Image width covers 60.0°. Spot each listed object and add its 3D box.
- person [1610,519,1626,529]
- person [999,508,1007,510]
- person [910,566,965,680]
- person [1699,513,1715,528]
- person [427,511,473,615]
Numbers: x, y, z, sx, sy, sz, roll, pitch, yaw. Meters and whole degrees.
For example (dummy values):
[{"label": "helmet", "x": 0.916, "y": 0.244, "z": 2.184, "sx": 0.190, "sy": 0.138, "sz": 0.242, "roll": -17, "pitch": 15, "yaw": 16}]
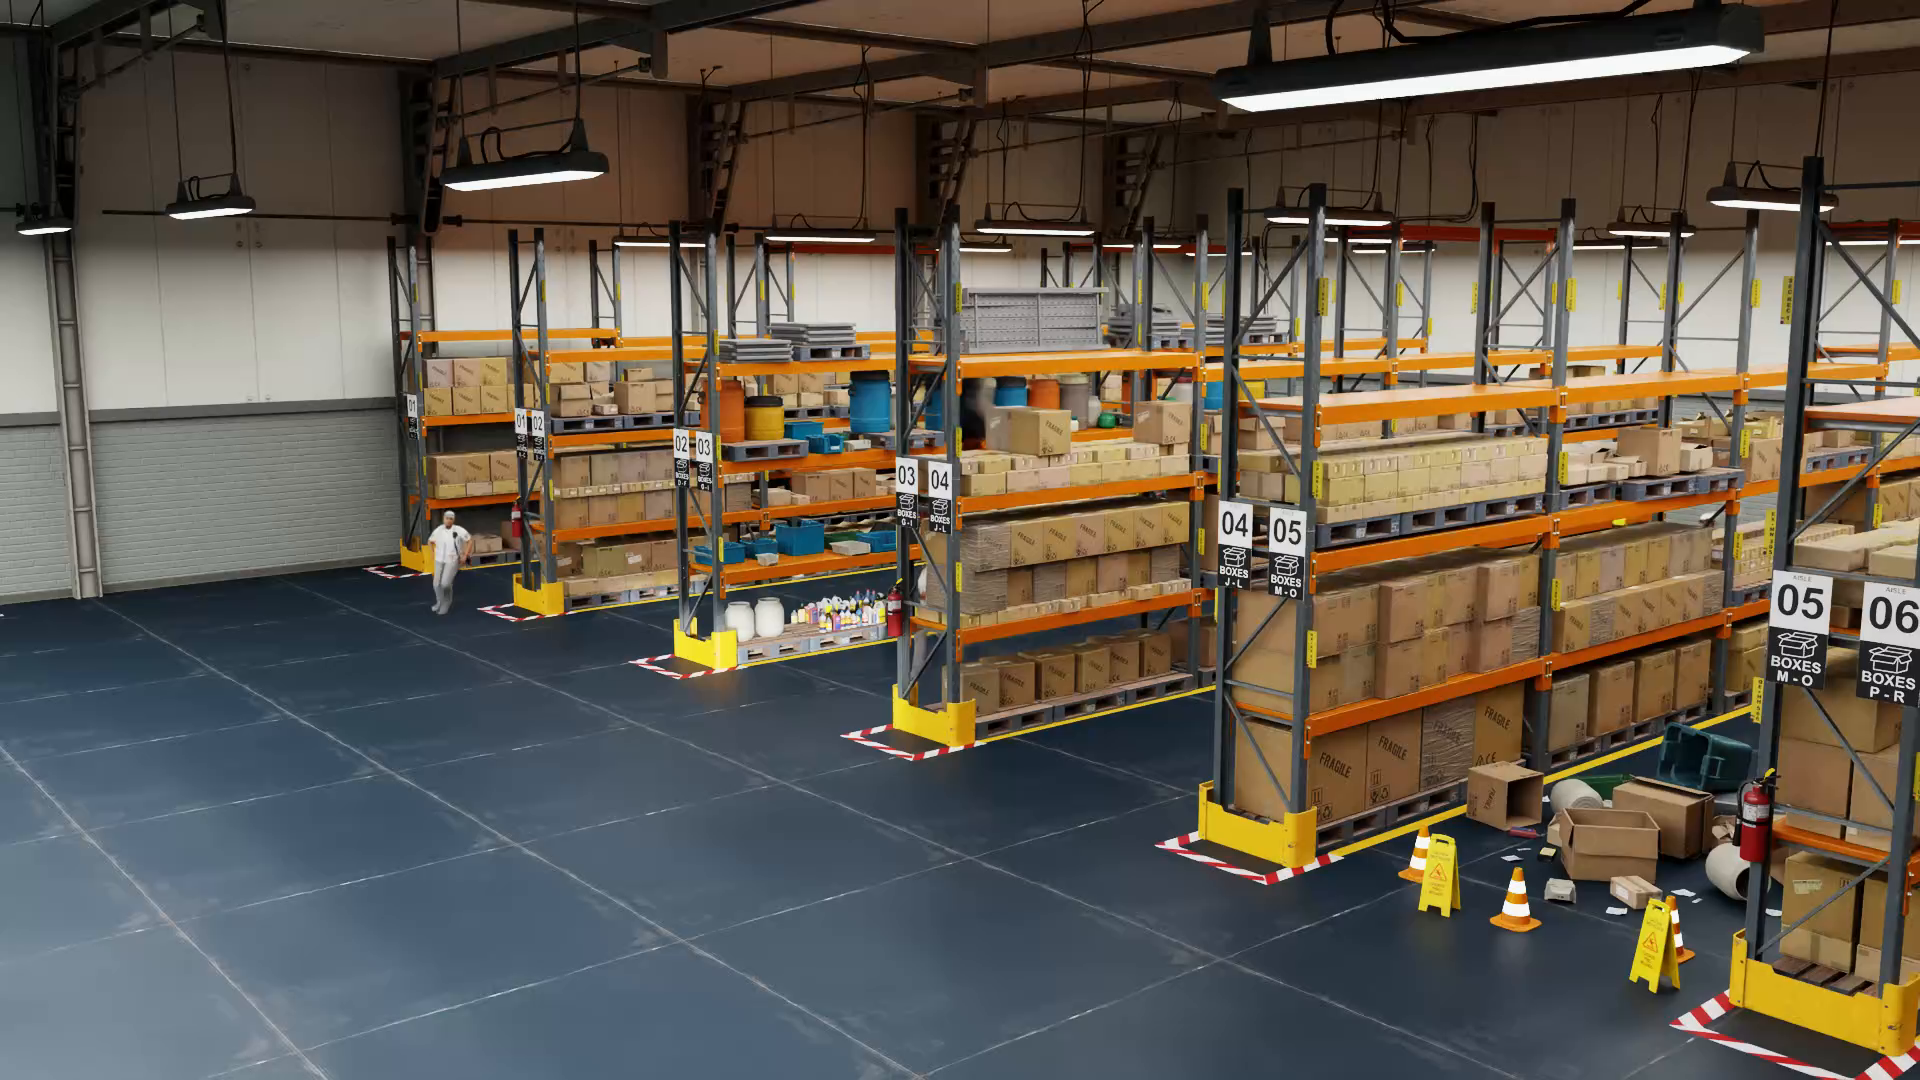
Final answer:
[{"label": "person", "x": 9.799, "y": 0.523, "z": 24.773, "sx": 0.782, "sy": 1.754, "sz": 0.718, "roll": -8, "pitch": 12, "yaw": -42}, {"label": "person", "x": 0.844, "y": -0.168, "z": 29.354, "sx": 0.587, "sy": 1.666, "sz": 0.620, "roll": 8, "pitch": 12, "yaw": 42}, {"label": "person", "x": -0.321, "y": 0.880, "z": 20.859, "sx": 0.888, "sy": 1.716, "sz": 0.578, "roll": -7, "pitch": 11, "yaw": -39}, {"label": "person", "x": 10.991, "y": 0.475, "z": 24.575, "sx": 0.684, "sy": 1.764, "sz": 1.000, "roll": 8, "pitch": 12, "yaw": 43}, {"label": "person", "x": -8.068, "y": 0.359, "z": 26.199, "sx": 0.680, "sy": 1.655, "sz": 0.638, "roll": 1, "pitch": 9, "yaw": 5}]
